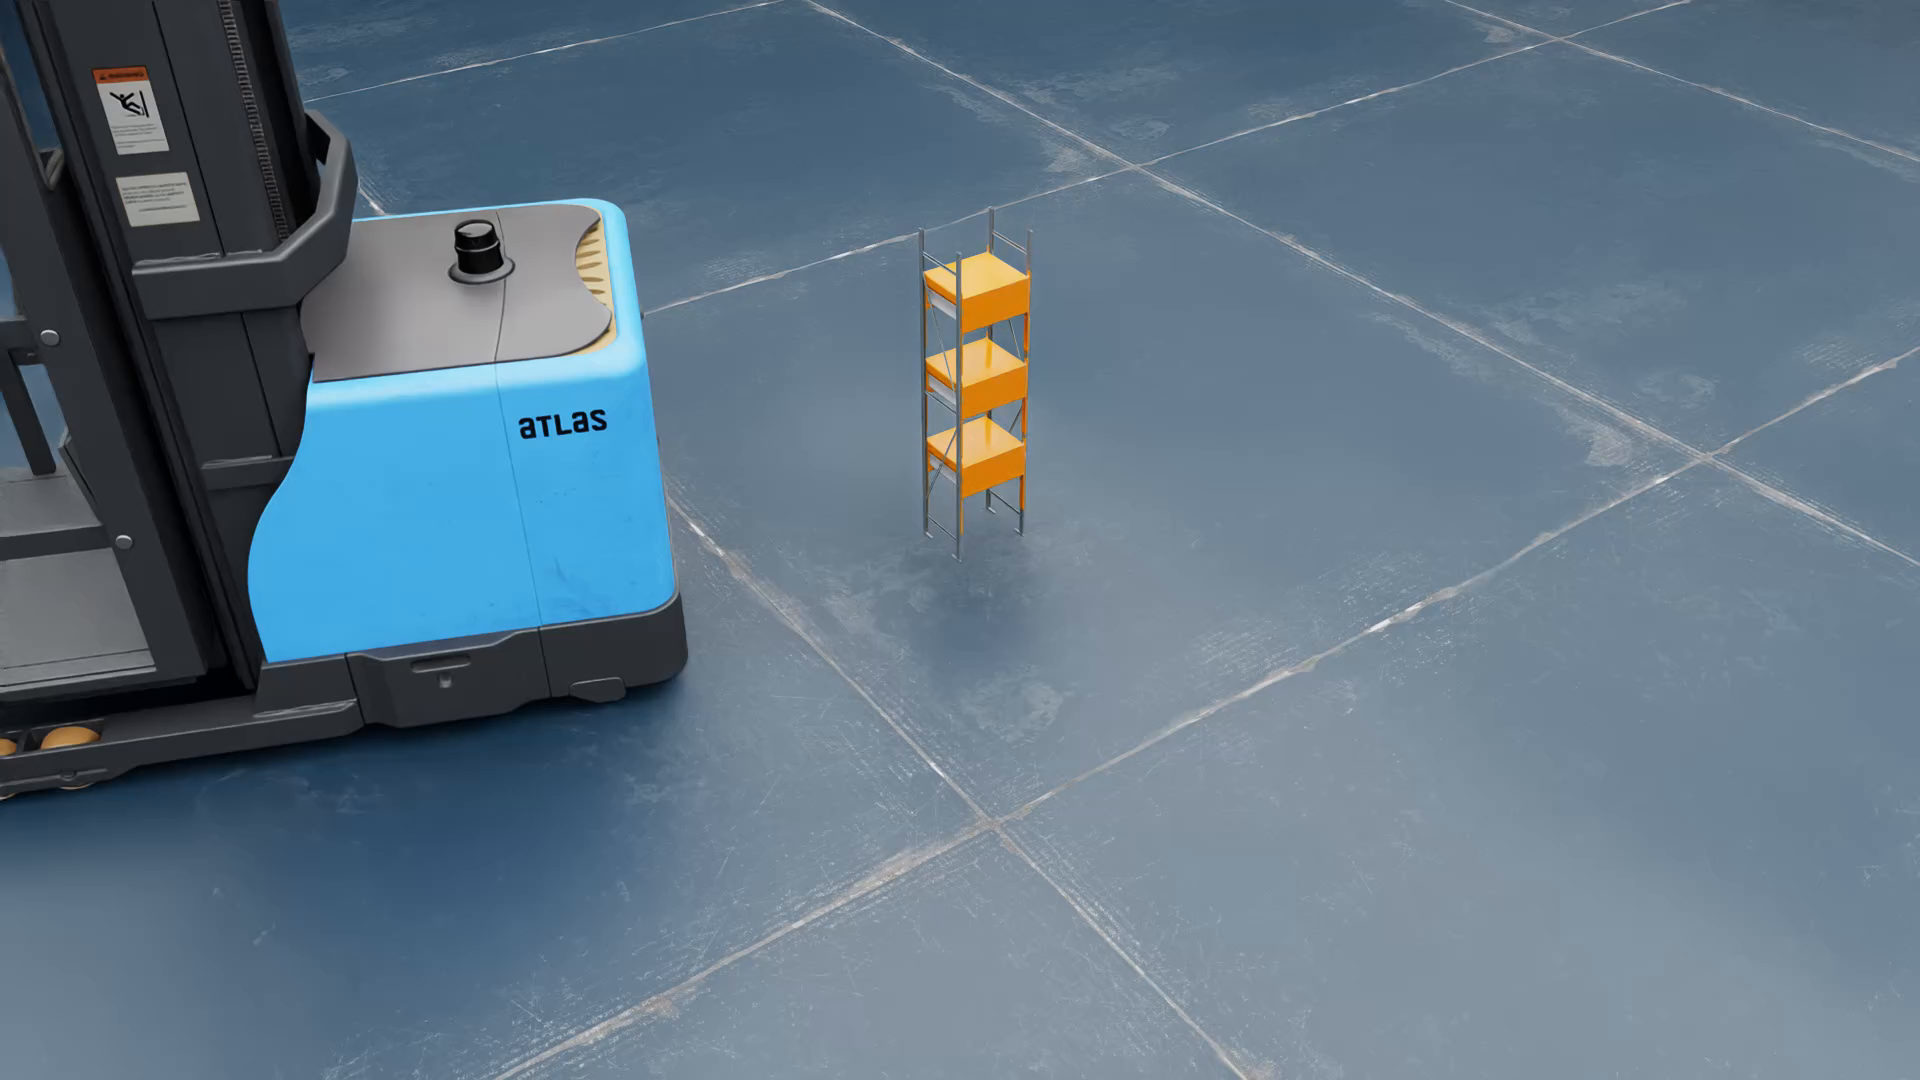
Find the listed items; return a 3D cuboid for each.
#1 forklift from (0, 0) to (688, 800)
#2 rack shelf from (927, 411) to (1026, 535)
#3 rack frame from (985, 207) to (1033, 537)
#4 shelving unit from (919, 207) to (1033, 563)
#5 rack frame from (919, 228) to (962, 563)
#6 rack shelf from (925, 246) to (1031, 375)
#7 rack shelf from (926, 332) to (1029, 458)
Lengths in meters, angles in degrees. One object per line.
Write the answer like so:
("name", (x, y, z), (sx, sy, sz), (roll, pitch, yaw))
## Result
("forklift", (-2.335, -0.853, 3.926), (3.031, 2.935, 1.130), (-8, 36, -10))
("rack shelf", (0.044, -0.210, 5.137), (0.240, 0.259, 0.215), (-22, 41, -28))
("rack frame", (0.143, -0.485, 5.026), (0.008, 1.050, 0.200), (-22, 41, -28))
("shelving unit", (0.044, -0.444, 4.968), (0.252, 1.050, 0.215), (-22, 41, -28))
("rack frame", (-0.056, -0.403, 4.911), (0.008, 1.050, 0.200), (-22, 41, -28))
("rack shelf", (0.044, -0.666, 4.809), (0.240, 0.259, 0.215), (-22, 41, -28))
("rack shelf", (0.044, -0.436, 4.975), (0.240, 0.259, 0.215), (-22, 41, -28))
